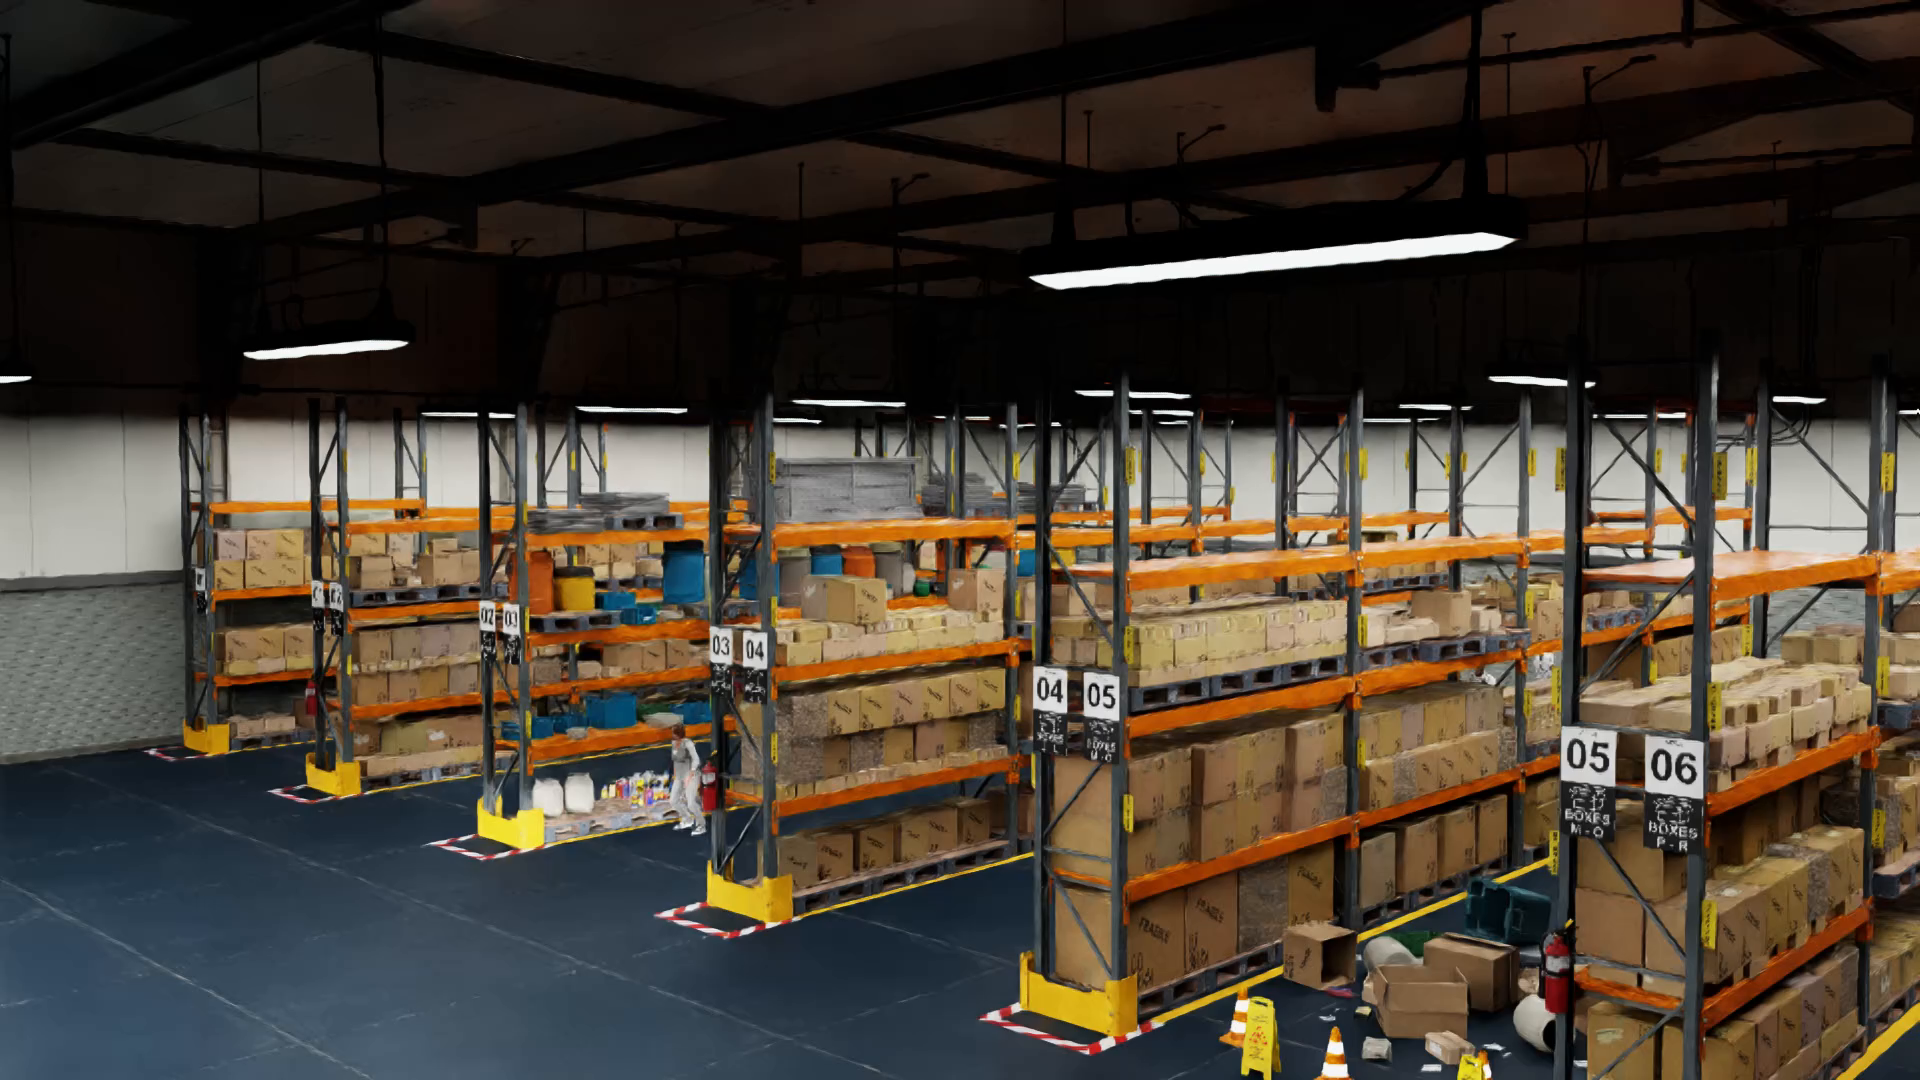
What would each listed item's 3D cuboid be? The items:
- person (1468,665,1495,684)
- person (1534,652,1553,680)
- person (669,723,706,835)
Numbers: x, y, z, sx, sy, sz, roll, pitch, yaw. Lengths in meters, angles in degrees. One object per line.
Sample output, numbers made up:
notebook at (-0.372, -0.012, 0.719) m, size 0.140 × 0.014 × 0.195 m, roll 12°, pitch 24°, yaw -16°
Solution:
person at (8.808, 2.827, 28.137) m, size 0.540 × 1.676 × 1.130 m, roll 3°, pitch 4°, yaw 41°
person at (11.173, 2.675, 31.575) m, size 0.494 × 1.666 × 0.521 m, roll 0°, pitch 3°, yaw -9°
person at (-3.699, 3.222, 22.498) m, size 0.566 × 1.526 × 0.519 m, roll 3°, pitch 4°, yaw 41°
